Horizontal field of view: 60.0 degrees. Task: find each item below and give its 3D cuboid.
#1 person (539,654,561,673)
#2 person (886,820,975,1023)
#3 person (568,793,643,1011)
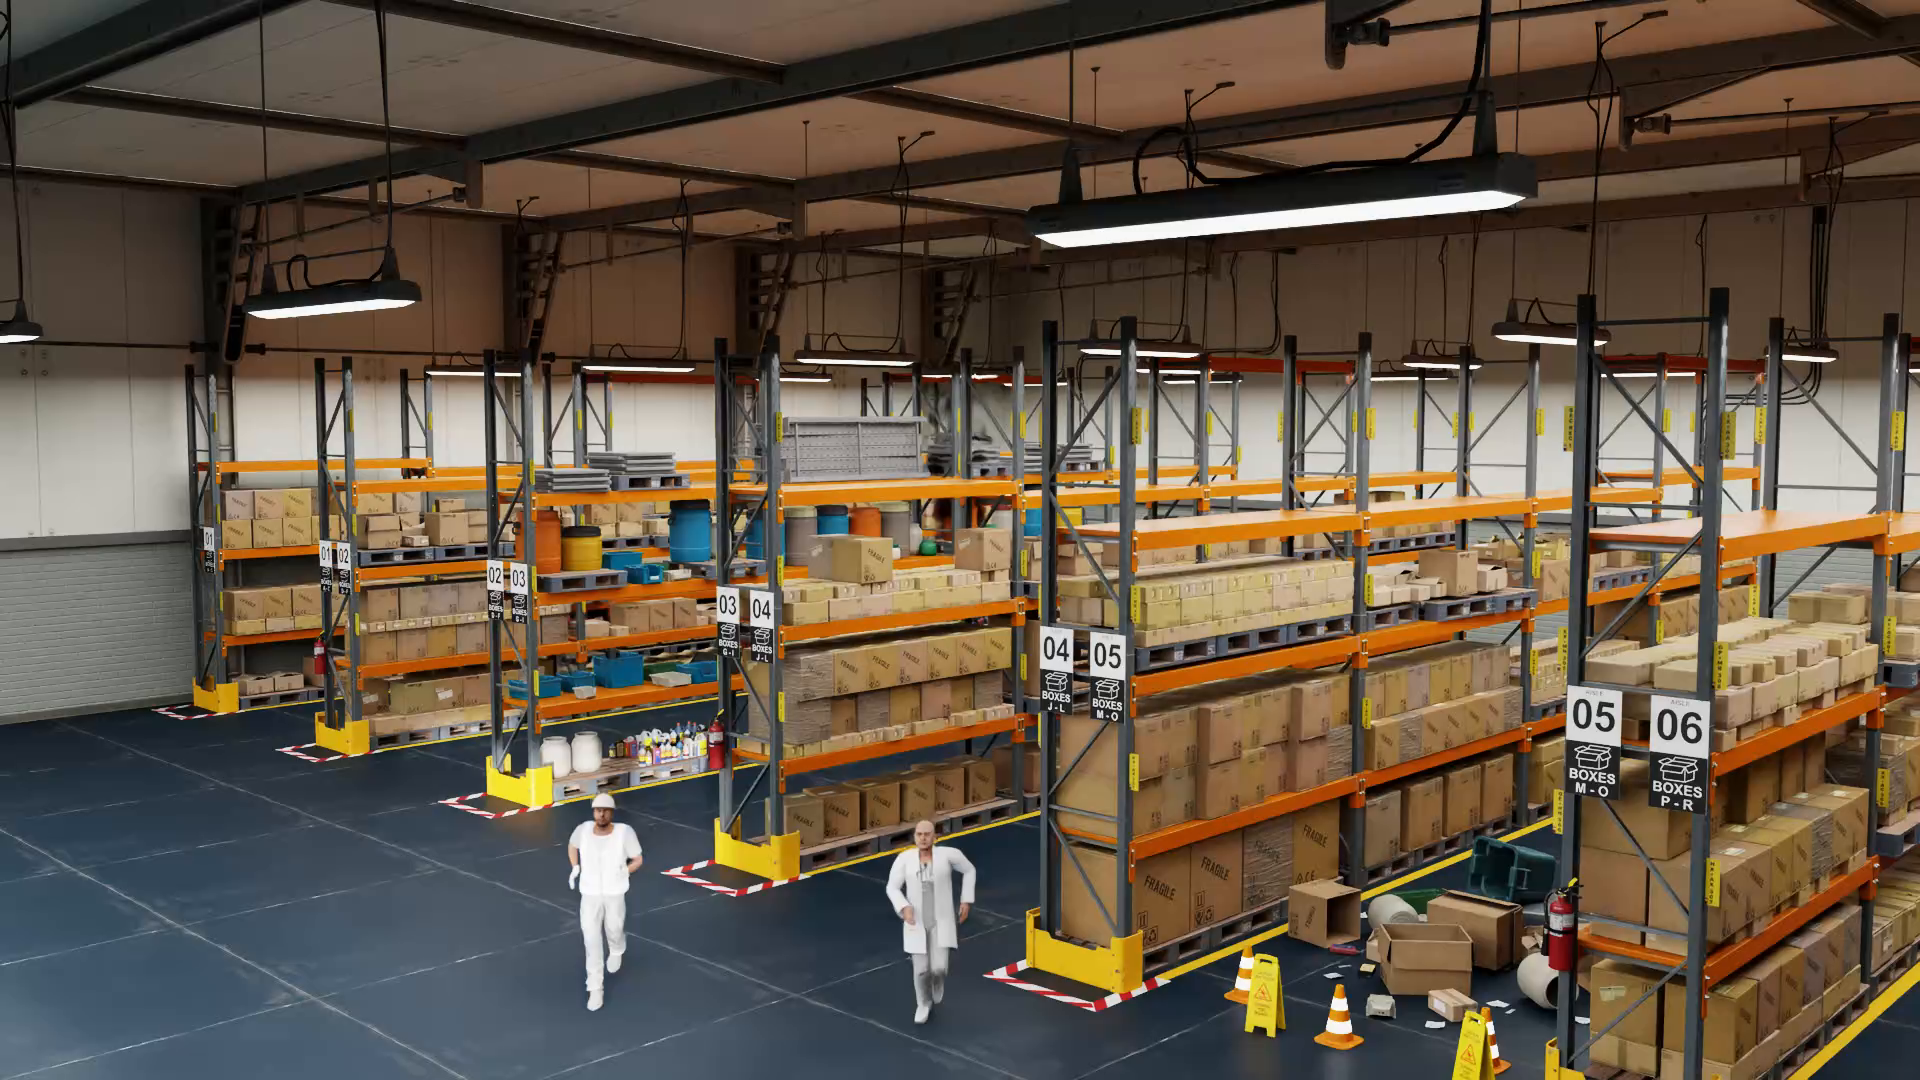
[{"bbox_3d":[-7.602,1.952,30.933,0.710,1.689,0.563,4,6,41],"label":"person"},{"bbox_3d":[-0.253,3.198,14.010,0.746,1.674,0.664,0,4,3],"label":"person"},{"bbox_3d":[-3.153,3.133,14.758,0.682,1.792,0.991,0,4,-5],"label":"person"}]
